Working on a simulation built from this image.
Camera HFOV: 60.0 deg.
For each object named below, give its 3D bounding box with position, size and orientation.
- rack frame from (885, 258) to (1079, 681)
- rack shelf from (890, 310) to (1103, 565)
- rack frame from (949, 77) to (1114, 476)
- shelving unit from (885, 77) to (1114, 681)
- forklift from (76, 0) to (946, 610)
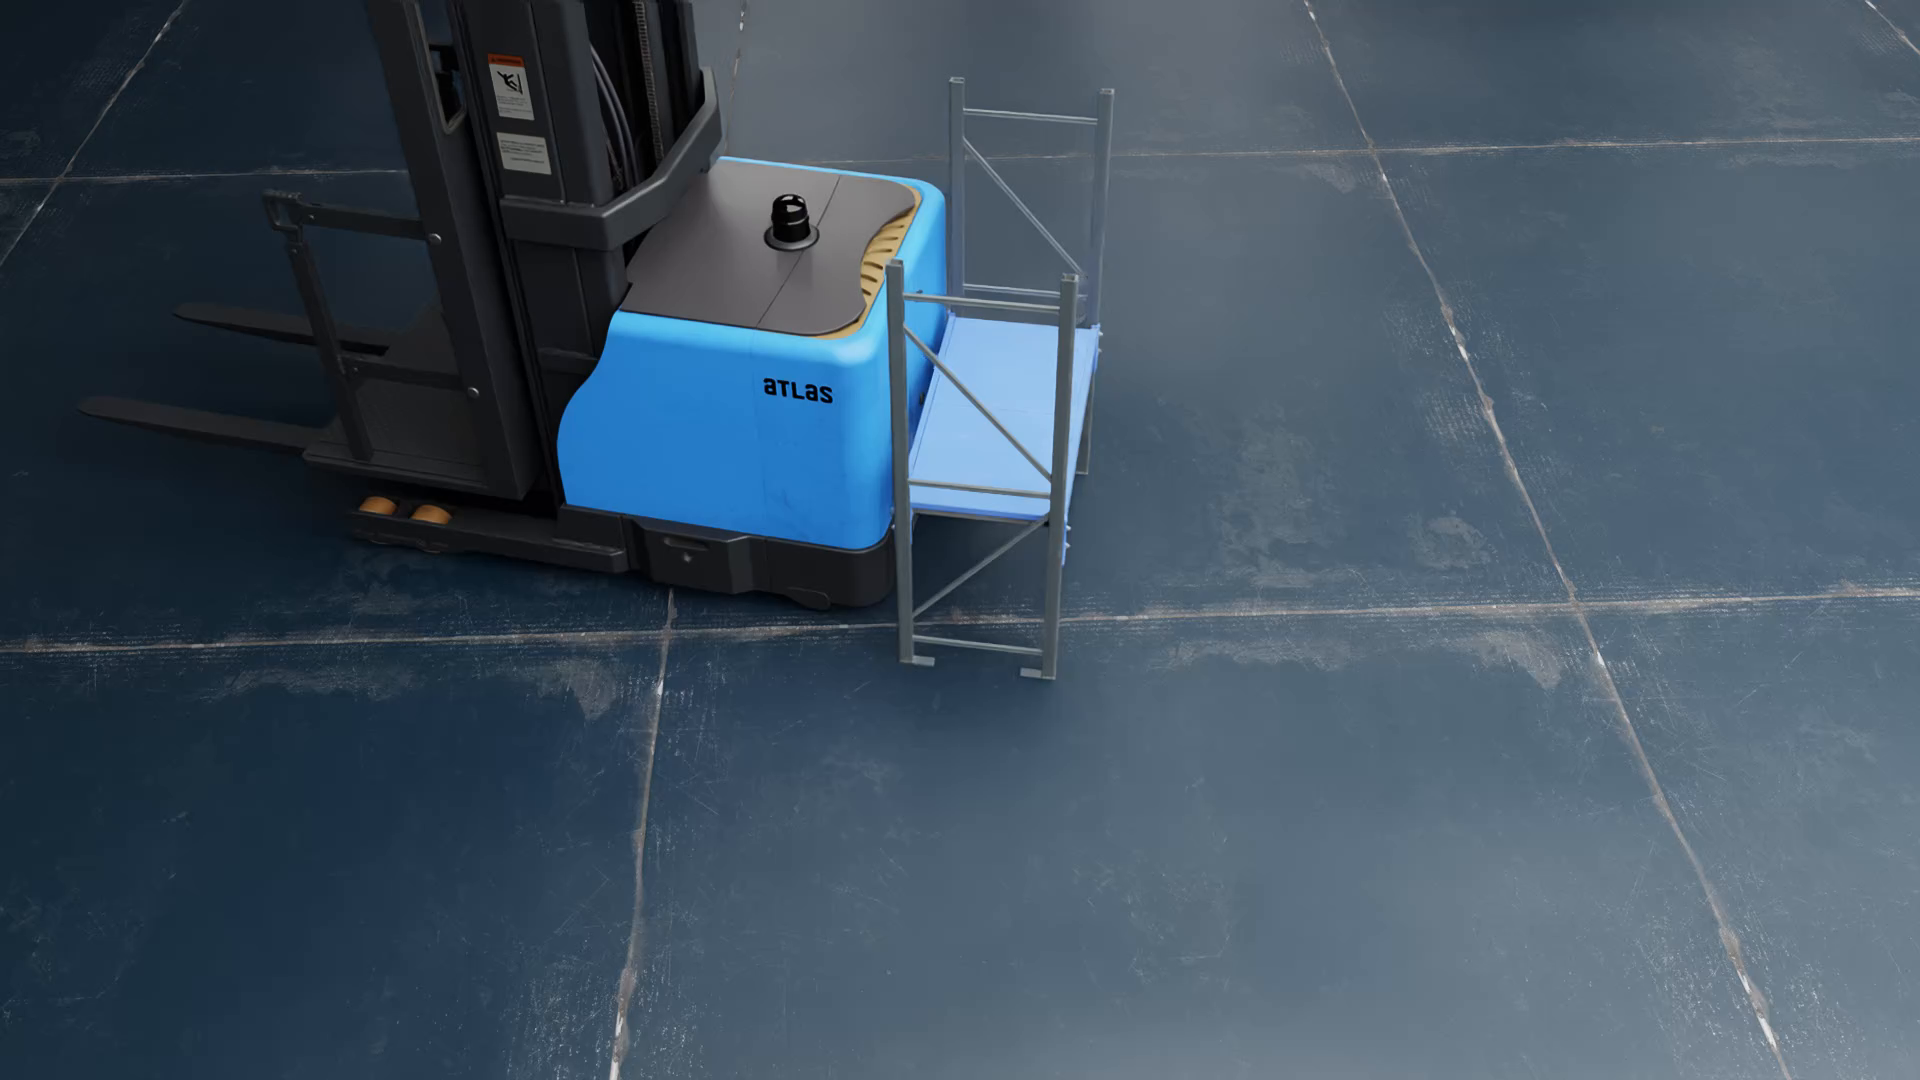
[{"bbox_3d":[0.056,-0.144,4.797,0.500,1.500,0.032,6,43,7],"label":"rack frame"},{"bbox_3d":[0.136,-0.351,5.289,0.538,0.185,1.000,6,43,7],"label":"rack shelf"},{"bbox_3d":[0.216,-0.823,5.538,0.500,1.500,0.032,6,43,7],"label":"rack frame"},{"bbox_3d":[0.136,-0.483,5.167,0.538,1.500,1.048,6,43,7],"label":"shelving unit"},{"bbox_3d":[-1.607,-1.373,5.079,3.031,2.935,1.130,9,43,10],"label":"forklift"}]
